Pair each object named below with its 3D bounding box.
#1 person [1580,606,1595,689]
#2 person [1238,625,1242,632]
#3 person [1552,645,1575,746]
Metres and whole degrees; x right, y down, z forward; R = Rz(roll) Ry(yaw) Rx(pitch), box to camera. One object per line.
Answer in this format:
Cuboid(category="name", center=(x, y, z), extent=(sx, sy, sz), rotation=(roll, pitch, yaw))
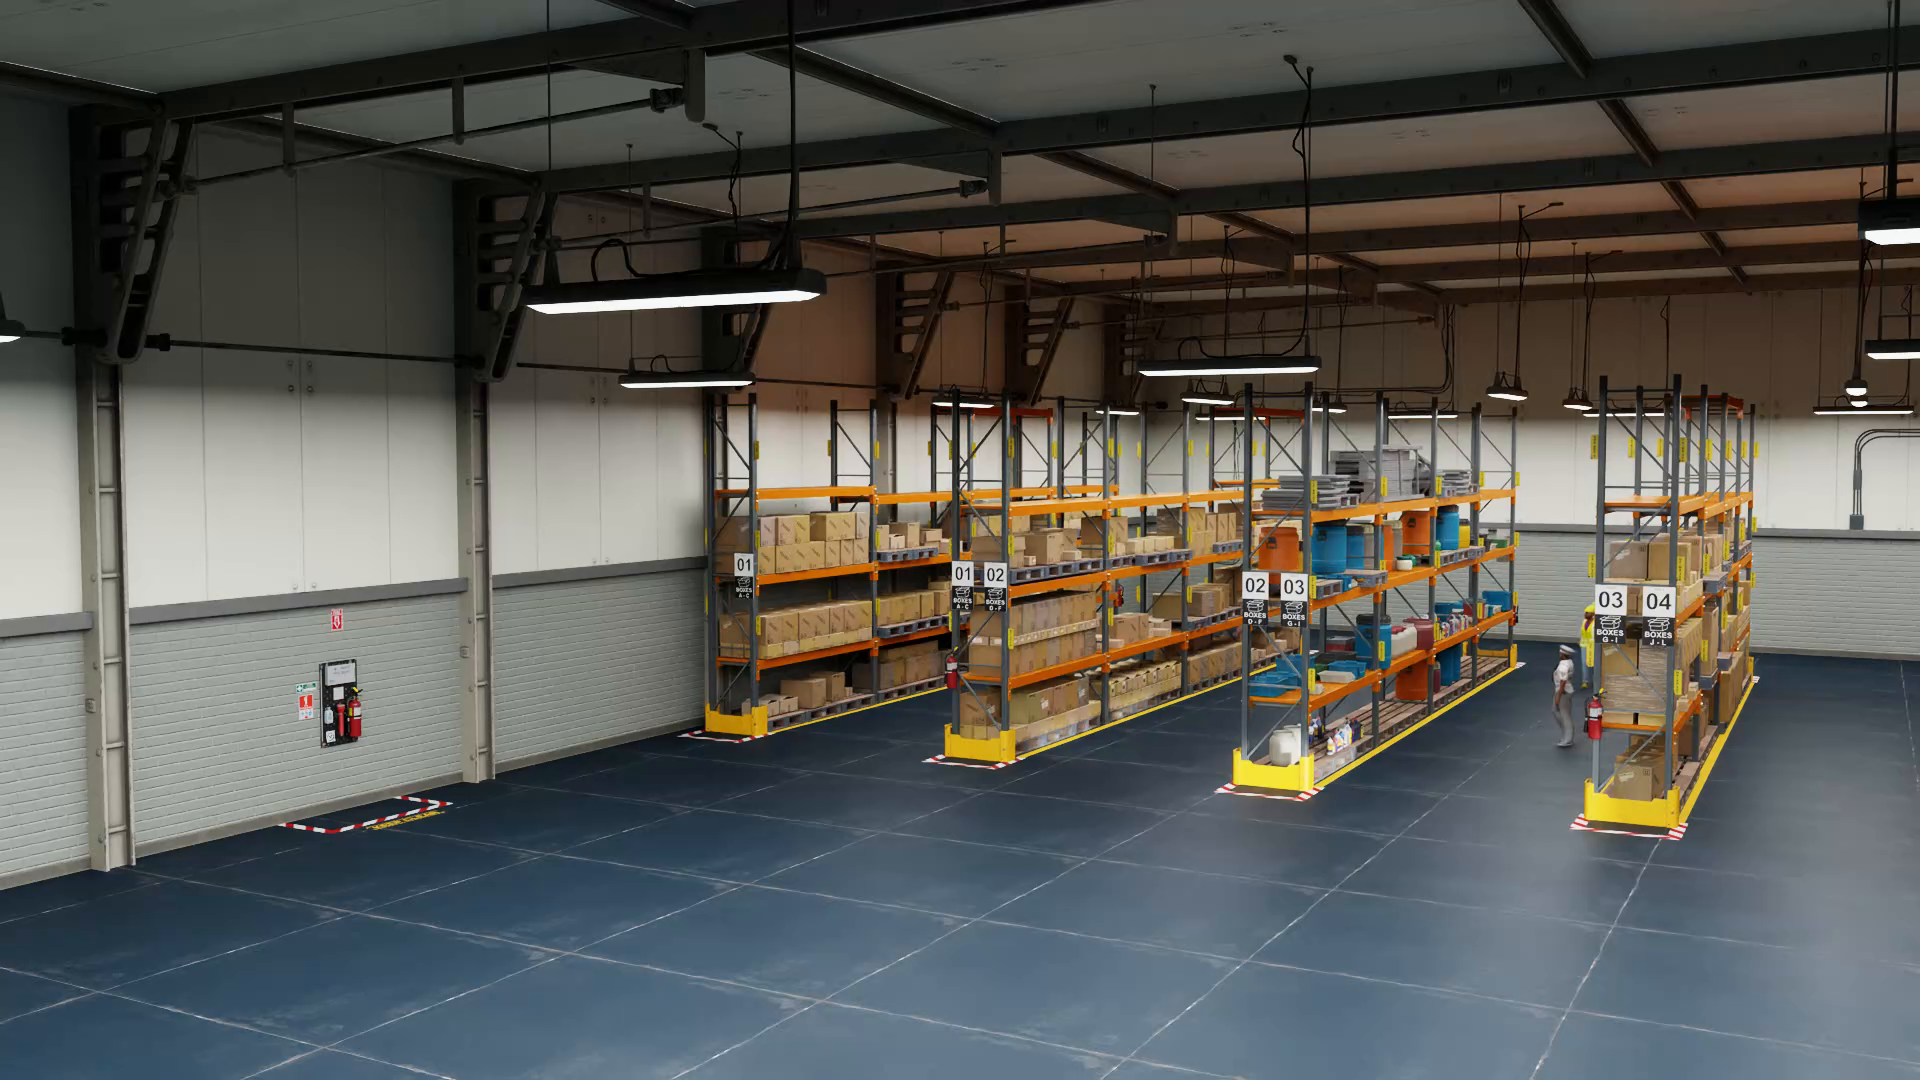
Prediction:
Cuboid(category="person", center=(13.310, 2.257, 35.036), extent=(0.488, 1.724, 1.080), rotation=(1, 3, 25))
Cuboid(category="person", center=(7.224, 1.884, 42.318), extent=(0.511, 1.681, 0.374), rotation=(-2, 3, -27))
Cuboid(category="person", center=(10.242, 2.639, 28.257), extent=(0.374, 1.717, 0.603), rotation=(1, 3, 16))
